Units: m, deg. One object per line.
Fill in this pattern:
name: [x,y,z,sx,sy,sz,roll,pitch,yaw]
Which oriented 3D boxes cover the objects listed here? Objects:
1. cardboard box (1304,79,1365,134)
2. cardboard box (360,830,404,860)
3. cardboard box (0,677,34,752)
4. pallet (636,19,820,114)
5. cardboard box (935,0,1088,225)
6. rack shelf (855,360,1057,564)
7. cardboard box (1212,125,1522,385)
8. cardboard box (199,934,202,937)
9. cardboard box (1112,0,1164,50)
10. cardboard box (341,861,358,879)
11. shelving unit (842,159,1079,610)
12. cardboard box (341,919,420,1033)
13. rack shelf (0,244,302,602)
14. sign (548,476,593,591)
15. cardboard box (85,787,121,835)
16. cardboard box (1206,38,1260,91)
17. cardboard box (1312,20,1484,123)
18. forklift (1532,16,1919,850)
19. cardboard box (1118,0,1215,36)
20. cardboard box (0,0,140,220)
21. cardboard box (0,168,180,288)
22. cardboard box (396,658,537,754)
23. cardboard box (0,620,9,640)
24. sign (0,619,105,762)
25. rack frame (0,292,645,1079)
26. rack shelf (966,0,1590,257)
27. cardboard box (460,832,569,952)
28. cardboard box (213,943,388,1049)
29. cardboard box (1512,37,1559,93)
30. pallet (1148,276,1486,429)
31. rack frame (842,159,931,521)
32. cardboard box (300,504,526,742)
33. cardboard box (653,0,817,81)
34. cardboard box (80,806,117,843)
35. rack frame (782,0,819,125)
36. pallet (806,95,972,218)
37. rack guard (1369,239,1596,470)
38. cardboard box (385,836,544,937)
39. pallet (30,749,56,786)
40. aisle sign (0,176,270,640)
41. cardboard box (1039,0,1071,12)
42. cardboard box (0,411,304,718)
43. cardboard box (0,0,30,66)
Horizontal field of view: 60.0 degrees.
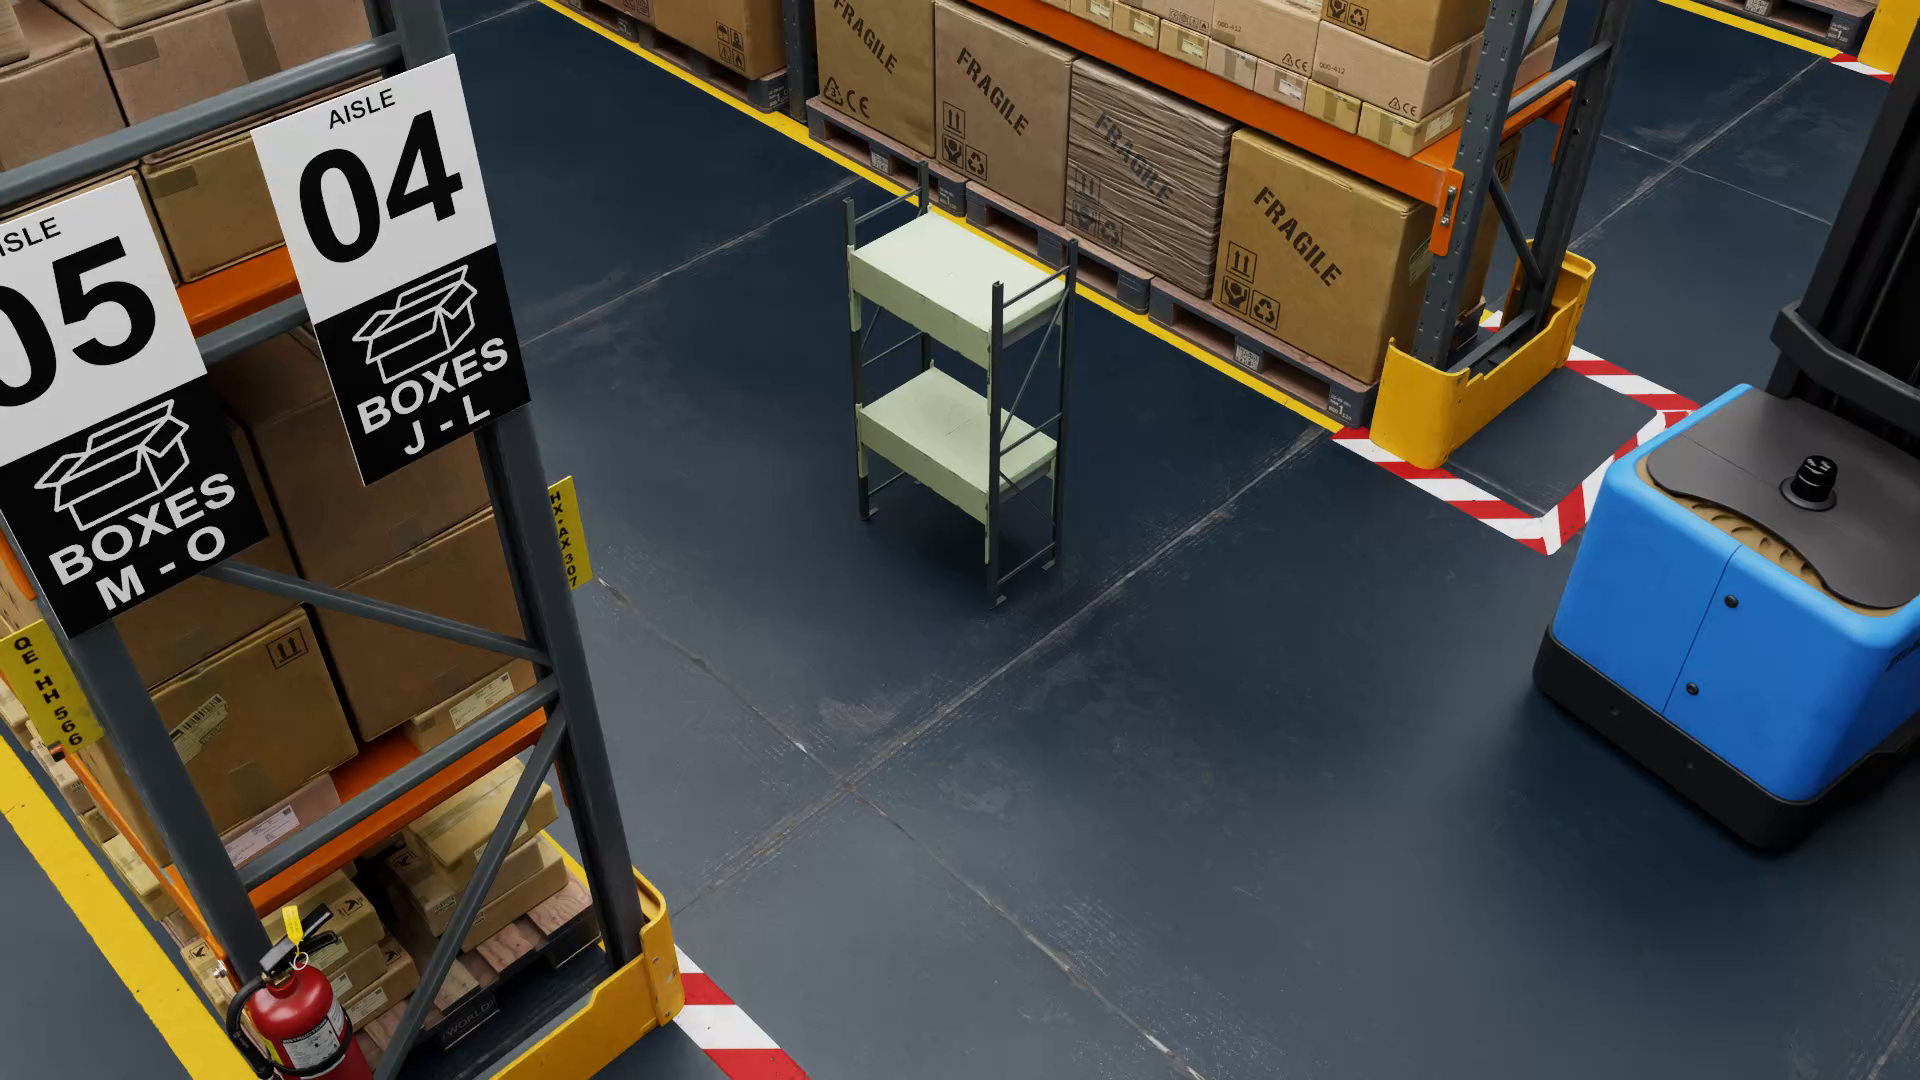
cardboard box: [1.601,-1.800,6.673,0.380,0.149,0.250,-34,52,-31]
cardboard box: [-1.722,0.758,5.072,0.380,0.149,0.250,-33,52,-31]
cardboard box: [-3.013,0.497,5.573,0.380,0.149,0.250,-34,52,-31]
pallet: [-1.153,-2.988,9.828,1.003,0.211,1.213,-34,53,-31]
cardboard box: [0.490,-2.263,8.245,0.875,0.875,0.875,-34,53,-31]
rack shelf: [-0.005,-0.315,6.466,0.431,0.370,0.720,-34,53,-31]
cardboard box: [1.762,-1.398,7.309,0.875,0.875,0.875,-34,53,-31]
cardboard box: [-2.211,1.070,5.173,0.250,0.149,0.380,34,52,31]
cardboard box: [0.880,-2.291,7.204,0.380,0.149,0.250,-34,52,-31]
cardboard box: [-2.003,0.966,4.847,0.380,0.149,0.250,-33,52,-31]
shelving unit: [-0.005,-0.554,6.244,0.431,1.500,0.755,-34,53,-31]
cardboard box: [-1.832,1.313,4.910,0.380,0.149,0.250,-33,52,-31]
rack shelf: [-2.725,-1.225,4.185,1.077,0.370,4.000,-34,53,-31]
sign: [-0.929,-0.005,3.907,0.100,0.325,0.005,-34,53,-31]
cardboard box: [-2.414,0.748,5.083,0.250,0.149,0.380,32,52,30]
cardboard box: [1.248,-2.043,6.935,0.380,0.149,0.250,-33,52,-31]
cardboard box: [1.740,-1.915,6.504,0.500,0.250,0.500,33,52,31]
forklift: [3.583,-0.865,5.527,3.031,2.935,1.130,-27,49,-26]
cardboard box: [1.023,-2.404,7.032,0.500,0.250,0.500,32,52,30]
cardboard box: [-1.818,-0.756,2.890,0.500,0.250,0.500,33,52,30]
cardboard box: [-1.821,-0.565,3.052,0.500,0.250,0.500,33,52,31]
cardboard box: [-1.310,0.353,4.343,0.250,0.149,0.380,34,52,31]
cardboard box: [-2.173,0.085,4.155,0.500,0.500,0.500,33,52,31]
sign: [-1.720,0.288,3.142,0.100,0.325,0.005,-34,53,-31]
rack frame: [-1.313,0.573,3.919,1.000,3.000,0.127,-34,53,-31]
rack shelf: [0.858,-2.452,7.723,1.077,0.370,4.000,-34,53,-31]
cardboard box: [-1.456,1.061,5.183,0.380,0.149,0.250,-33,52,-31]
cardboard box: [-1.888,1.240,4.770,0.250,0.149,0.380,33,52,30]
cardboard box: [2.253,-1.992,6.880,0.380,0.149,0.250,-33,52,-31]
pallet: [1.650,-1.078,7.761,1.003,0.211,1.213,-34,53,-31]
rack frame: [-0.263,-0.730,6.435,0.400,1.500,0.023,-34,53,-31]
cardboard box: [-1.434,0.079,4.161,0.500,0.500,0.500,-32,51,-30]
cardboard box: [-1.021,-3.349,9.420,1.225,0.875,0.875,-34,52,-31]
cardboard box: [-2.631,0.749,5.302,0.380,0.149,0.250,-33,52,-31]
rack frame: [-0.555,-3.677,8.519,1.000,3.000,0.127,-34,53,-31]
pallet: [-0.073,-2.250,9.030,1.003,0.211,1.213,-34,53,-31]
rack guard: [2.287,-0.826,7.275,1.175,0.500,0.348,-34,53,-31]
cardboard box: [-1.501,0.982,5.049,0.380,0.149,0.250,-32,51,-30]
pallet: [-2.773,0.568,5.980,1.003,0.211,1.213,-34,53,-31]
aisle sign: [-1.474,-0.203,2.843,0.394,0.787,0.004,-34,53,-31]
cardboard box: [0.521,-2.535,7.468,0.250,0.149,0.380,33,52,30]
cardboard box: [-1.812,-0.041,3.554,0.500,0.500,0.500,33,52,31]
cardboard box: [-1.756,-0.822,2.668,0.250,0.149,0.380,34,52,31]
